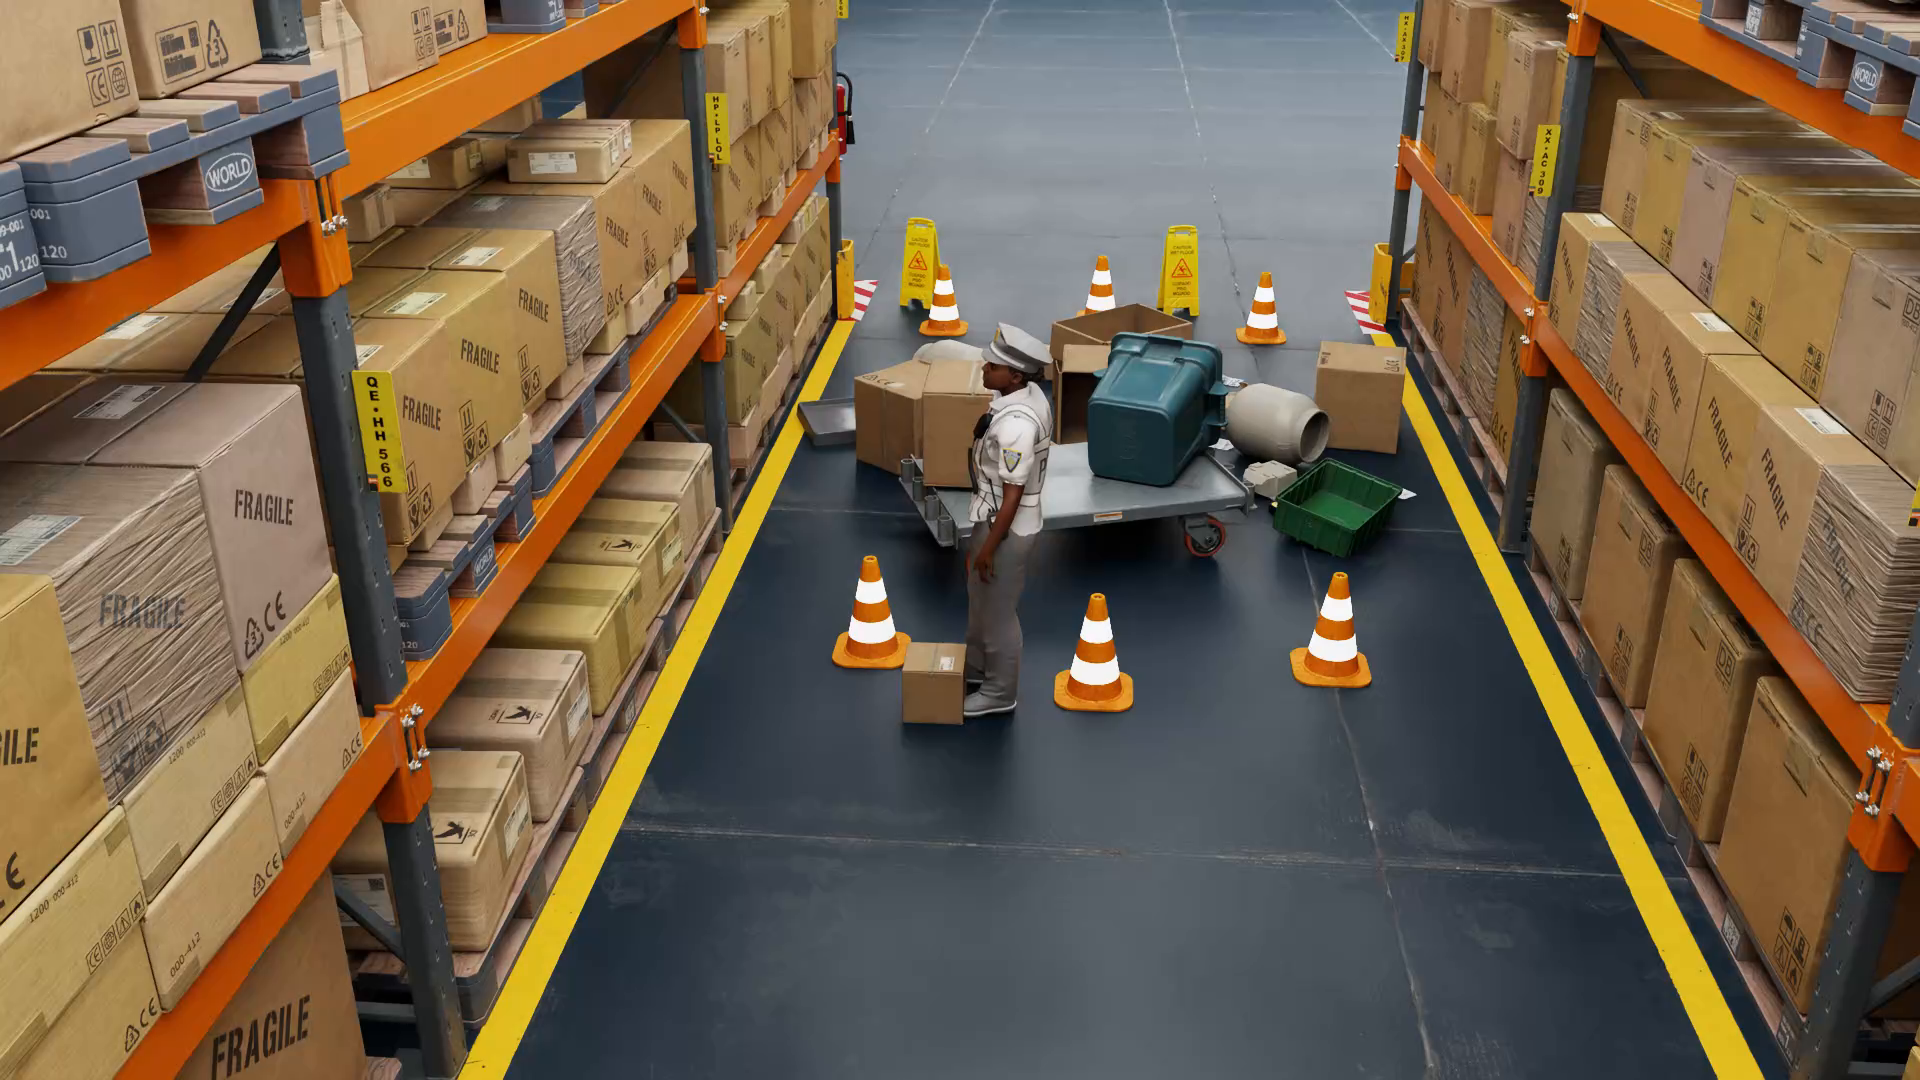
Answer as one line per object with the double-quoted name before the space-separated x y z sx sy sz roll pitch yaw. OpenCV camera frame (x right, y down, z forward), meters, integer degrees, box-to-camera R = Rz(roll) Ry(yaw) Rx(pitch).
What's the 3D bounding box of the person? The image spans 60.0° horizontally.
"person" 0.101 -0.069 6.697 0.528 1.694 0.570 2 25 4
